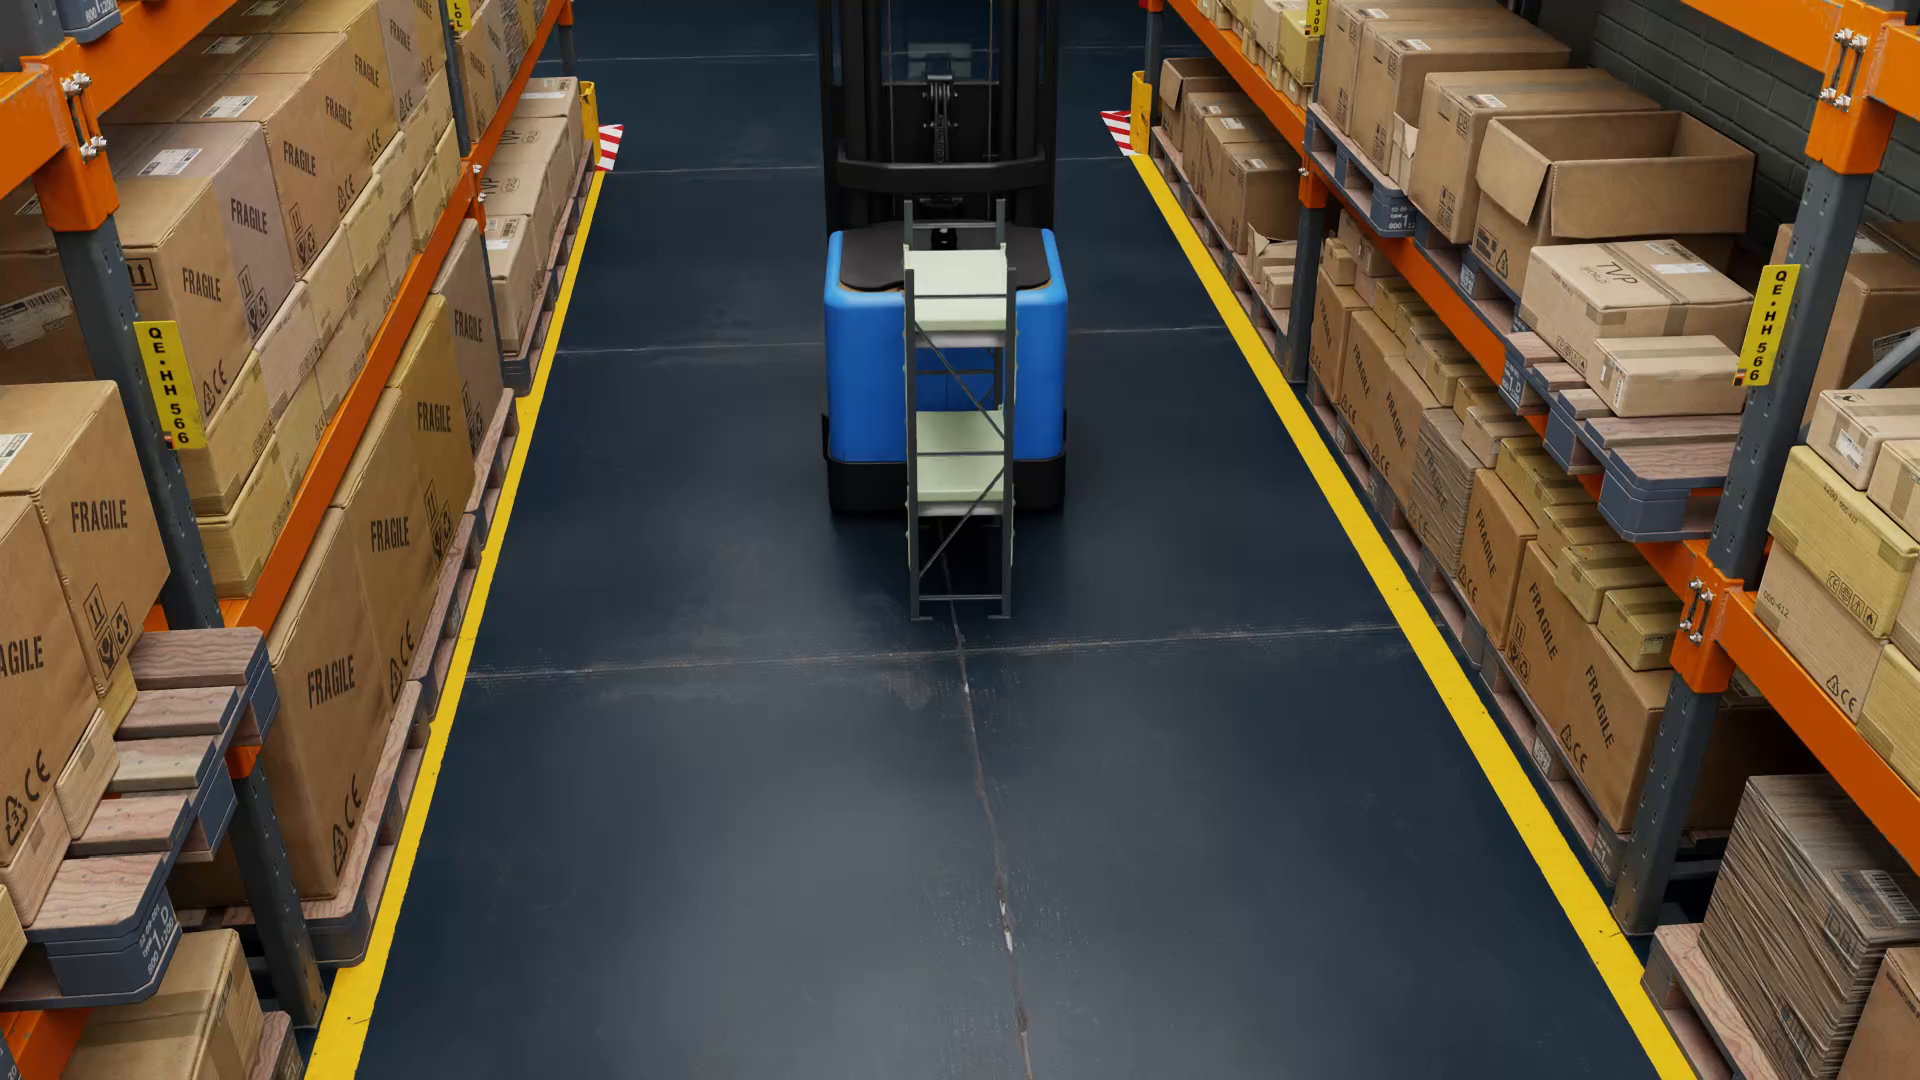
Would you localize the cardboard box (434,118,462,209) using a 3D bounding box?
[{"bbox_3d":[-2.459,-1.624,7.190,0.500,0.250,0.500,-3,31,-6],"label":"cardboard box"}]

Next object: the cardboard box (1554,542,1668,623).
[{"bbox_3d":[2.209,0.133,5.497,0.380,0.149,0.250,-4,31,-7],"label":"cardboard box"}]

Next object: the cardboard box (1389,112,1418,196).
[{"bbox_3d":[1.937,-1.540,6.625,0.396,0.266,0.258,-1,31,-2],"label":"cardboard box"}]

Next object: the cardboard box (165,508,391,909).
[{"bbox_3d":[-2.360,0.512,5.130,0.875,0.875,0.875,-3,31,-5],"label":"cardboard box"}]

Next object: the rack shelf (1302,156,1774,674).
[{"bbox_3d":[2.377,-0.815,6.391,1.077,0.370,4.000,-3,31,-5],"label":"rack shelf"}]

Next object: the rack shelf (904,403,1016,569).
[{"bbox_3d":[-0.010,-0.232,6.812,0.431,0.370,0.720,-1,31,-2],"label":"rack shelf"}]

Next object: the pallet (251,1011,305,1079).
[{"bbox_3d":[-2.307,1.733,4.143,1.003,0.211,1.213,-3,31,-5],"label":"pallet"}]

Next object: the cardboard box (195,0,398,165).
[{"bbox_3d":[-2.377,-1.638,5.995,0.500,0.500,0.500,-2,31,-3],"label":"cardboard box"}]

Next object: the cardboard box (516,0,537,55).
[{"bbox_3d":[-2.666,-2.975,9.208,0.500,0.500,0.500,-2,31,-3],"label":"cardboard box"}]

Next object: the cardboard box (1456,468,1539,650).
[{"bbox_3d":[2.222,0.061,6.250,0.500,0.500,0.500,-1,31,-2],"label":"cardboard box"}]

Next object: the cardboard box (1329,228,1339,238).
[{"bbox_3d":[2.323,-1.672,9.494,0.380,0.149,0.250,-3,31,-5],"label":"cardboard box"}]

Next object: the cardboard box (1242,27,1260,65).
[{"bbox_3d":[1.765,-2.716,9.116,0.380,0.149,0.250,-3,31,-5],"label":"cardboard box"}]

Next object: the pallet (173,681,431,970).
[{"bbox_3d":[-2.377,0.928,5.491,1.003,0.211,1.213,-3,31,-5],"label":"pallet"}]

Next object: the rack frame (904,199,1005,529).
[{"bbox_3d":[-0.022,-0.699,6.958,0.400,1.500,0.023,-1,31,-2],"label":"rack frame"}]

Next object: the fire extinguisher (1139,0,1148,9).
[{"bbox_3d":[1.342,-4.047,11.539,0.296,0.674,0.183,-3,31,-5],"label":"fire extinguisher"}]

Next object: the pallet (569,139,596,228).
[{"bbox_3d":[-2.973,-2.346,10.972,1.003,0.211,1.213,-3,31,-5],"label":"pallet"}]

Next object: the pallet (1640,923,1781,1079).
[{"bbox_3d":[2.601,1.516,4.506,1.003,0.211,1.213,-3,31,-5],"label":"pallet"}]

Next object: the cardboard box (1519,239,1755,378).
[{"bbox_3d":[2.143,-0.742,5.304,0.500,0.250,0.500,-4,31,-7],"label":"cardboard box"}]

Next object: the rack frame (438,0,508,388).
[{"bbox_3d":[-2.752,-1.905,7.515,1.000,3.000,0.127,-3,31,-5],"label":"rack frame"}]

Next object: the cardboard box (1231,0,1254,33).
[{"bbox_3d":[1.804,-2.967,9.149,0.500,0.250,0.500,-3,31,-5],"label":"cardboard box"}]

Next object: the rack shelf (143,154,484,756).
[{"bbox_3d":[-2.565,-0.576,5.990,1.077,0.370,4.000,-3,31,-5],"label":"rack shelf"}]

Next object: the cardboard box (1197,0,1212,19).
[{"bbox_3d":[1.644,-3.238,9.992,0.380,0.149,0.250,-4,31,-6],"label":"cardboard box"}]

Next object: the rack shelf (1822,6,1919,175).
[{"bbox_3d":[2.750,-0.061,2.203,1.077,0.370,4.000,-3,31,-5],"label":"rack shelf"}]

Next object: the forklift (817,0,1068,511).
[{"bbox_3d":[-0.105,-2.106,7.917,1.130,2.935,3.031,-1,31,-2],"label":"forklift"}]

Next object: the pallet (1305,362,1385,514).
[{"bbox_3d":[2.303,-0.535,7.939,1.003,0.211,1.213,-3,31,-5],"label":"pallet"}]

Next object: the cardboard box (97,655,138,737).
[{"bbox_3d":[-2.016,0.354,3.568,0.380,0.149,0.250,-2,31,-4],"label":"cardboard box"}]

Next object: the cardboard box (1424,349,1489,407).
[{"bbox_3d":[2.143,-0.671,6.844,0.380,0.149,0.250,-2,31,-3],"label":"cardboard box"}]

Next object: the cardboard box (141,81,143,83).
[{"bbox_3d":[-2.783,-1.102,5.098,0.500,0.500,0.500,-3,31,-5],"label":"cardboard box"}]

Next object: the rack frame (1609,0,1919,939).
[{"bbox_3d":[2.563,-0.103,4.497,1.000,3.000,0.127,-3,31,-5],"label":"rack frame"}]

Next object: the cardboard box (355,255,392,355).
[{"bbox_3d":[-2.332,-0.842,5.881,0.500,0.250,0.500,-3,31,-5],"label":"cardboard box"}]

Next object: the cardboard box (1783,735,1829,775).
[{"bbox_3d":[2.803,0.561,5.413,0.500,0.500,0.500,-2,31,-3],"label":"cardboard box"}]

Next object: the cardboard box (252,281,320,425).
[{"bbox_3d":[-2.227,-0.548,4.901,0.500,0.250,0.500,-2,31,-3],"label":"cardboard box"}]

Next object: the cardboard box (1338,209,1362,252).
[{"bbox_3d":[2.019,-1.466,7.884,0.380,0.149,0.250,-3,31,-5],"label":"cardboard box"}]

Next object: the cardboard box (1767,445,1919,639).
[{"bbox_3d":[2.337,-0.014,4.007,0.500,0.250,0.500,-3,31,-5],"label":"cardboard box"}]

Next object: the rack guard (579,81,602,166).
[{"bbox_3d":[-3.128,-2.887,11.595,1.175,0.500,0.348,-3,31,-5],"label":"rack guard"}]

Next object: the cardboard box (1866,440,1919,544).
[{"bbox_3d":[2.326,-0.111,3.781,0.380,0.149,0.250,-2,31,-4],"label":"cardboard box"}]

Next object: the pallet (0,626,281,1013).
[{"bbox_3d":[-2.206,0.578,3.545,1.213,0.211,1.003,-3,31,-5],"label":"pallet"}]

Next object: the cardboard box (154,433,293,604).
[{"bbox_3d":[-2.173,-0.061,4.573,0.500,0.250,0.500,-3,31,-5],"label":"cardboard box"}]

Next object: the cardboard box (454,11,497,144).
[{"bbox_3d":[-2.535,-2.201,7.911,0.500,0.500,0.500,-2,31,-3],"label":"cardboard box"}]

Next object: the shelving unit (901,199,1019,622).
[{"bbox_3d":[-0.010,-0.512,6.644,0.431,1.500,0.755,-1,31,-2],"label":"shelving unit"}]

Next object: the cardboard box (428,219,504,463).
[{"bbox_3d":[-2.614,-0.861,7.429,0.875,0.875,0.875,-2,31,-3],"label":"cardboard box"}]

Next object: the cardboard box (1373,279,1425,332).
[{"bbox_3d":[2.097,-1.067,7.506,0.380,0.149,0.250,-4,31,-7],"label":"cardboard box"}]

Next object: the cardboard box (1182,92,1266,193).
[{"bbox_3d":[1.820,-2.539,10.604,0.700,0.500,0.500,-2,31,-3],"label":"cardboard box"}]

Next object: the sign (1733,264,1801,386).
[{"bbox_3d":[2.024,-0.535,4.169,0.100,0.325,0.005,-3,31,-5],"label":"sign"}]

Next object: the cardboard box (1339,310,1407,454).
[{"bbox_3d":[2.070,-0.723,7.564,0.500,0.500,0.500,-3,31,-5],"label":"cardboard box"}]

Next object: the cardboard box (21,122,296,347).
[{"bbox_3d":[-2.237,-0.852,4.678,0.500,0.500,0.500,-3,31,-4],"label":"cardboard box"}]

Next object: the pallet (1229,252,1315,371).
[{"bbox_3d":[2.126,-1.299,9.219,1.003,0.211,1.213,-3,31,-5],"label":"pallet"}]

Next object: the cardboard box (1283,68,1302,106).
[{"bbox_3d":[1.863,-2.320,8.454,0.380,0.149,0.250,-2,31,-3],"label":"cardboard box"}]

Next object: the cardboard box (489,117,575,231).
[{"bbox_3d":[-2.871,-2.229,10.146,0.875,0.438,0.875,-2,31,-3],"label":"cardboard box"}]

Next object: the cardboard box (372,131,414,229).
[{"bbox_3d":[-2.360,-1.323,6.199,0.500,0.250,0.500,-2,31,-3],"label":"cardboard box"}]

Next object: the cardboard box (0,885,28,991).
[{"bbox_3d":[-1.893,0.749,2.906,0.380,0.149,0.250,-2,31,-4],"label":"cardboard box"}]

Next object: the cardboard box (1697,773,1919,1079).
[{"bbox_3d":[2.608,1.055,4.464,0.875,0.625,0.625,-2,31,-3],"label":"cardboard box"}]

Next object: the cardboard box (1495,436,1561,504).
[{"bbox_3d":[2.225,-0.267,6.168,0.380,0.149,0.250,-3,31,-5],"label":"cardboard box"}]
